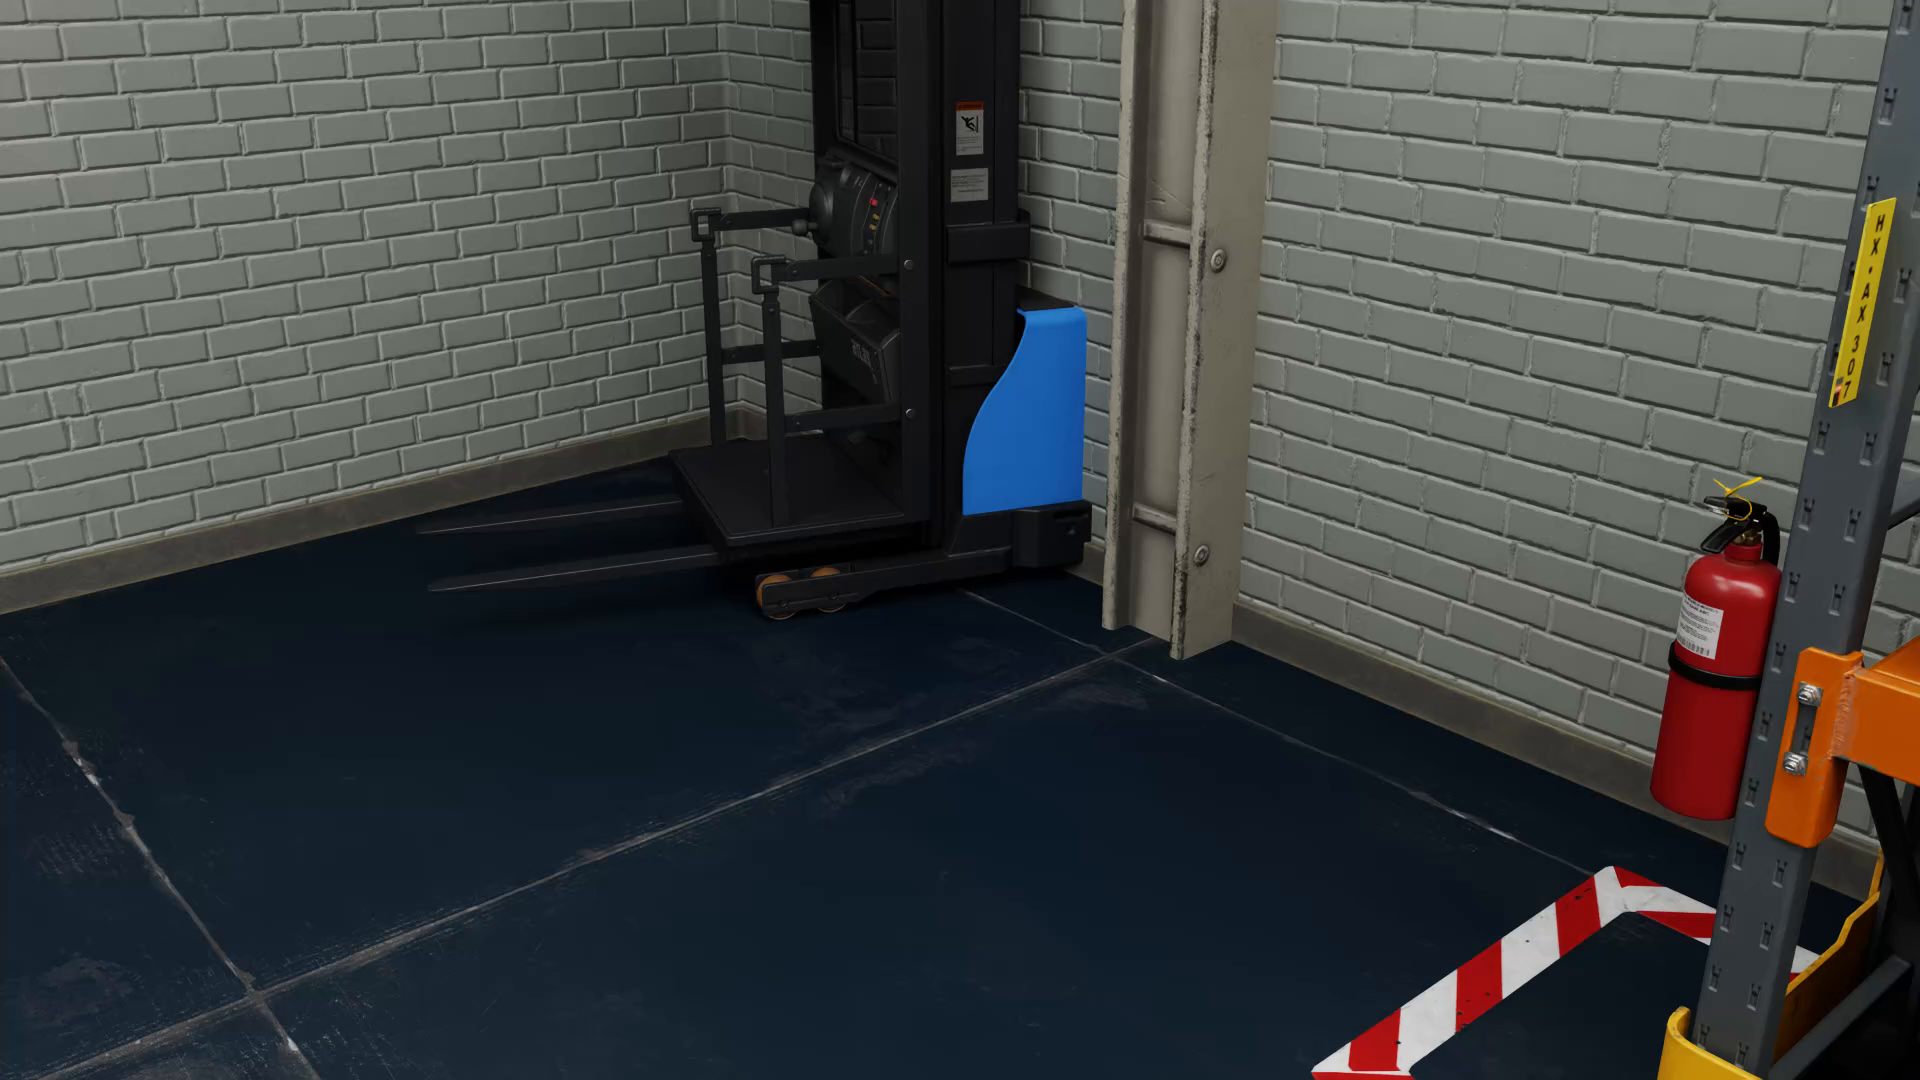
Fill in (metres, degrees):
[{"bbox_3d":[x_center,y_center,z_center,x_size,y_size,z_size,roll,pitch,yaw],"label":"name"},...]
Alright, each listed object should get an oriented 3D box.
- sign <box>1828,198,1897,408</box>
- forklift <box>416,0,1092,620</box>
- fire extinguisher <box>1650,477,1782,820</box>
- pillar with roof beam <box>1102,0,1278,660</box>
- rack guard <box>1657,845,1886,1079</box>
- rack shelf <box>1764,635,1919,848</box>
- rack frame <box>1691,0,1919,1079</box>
[{"bbox_3d":[1.434,-0.375,2.640,0.100,0.325,0.005,-17,27,-37],"label":"sign"},{"bbox_3d":[-0.590,-1.284,6.243,3.031,2.935,1.130,-8,23,-19],"label":"forklift"},{"bbox_3d":[1.398,0.178,3.033,0.296,0.674,0.183,-17,27,-37],"label":"fire extinguisher"},{"bbox_3d":[-2.494,-2.829,1.867,9.100,9.000,0.400,-17,27,-37],"label":"pillar with roof beam"},{"bbox_3d":[1.894,1.084,3.530,1.175,0.500,0.348,-17,27,-37],"label":"rack guard"},{"bbox_3d":[3.150,0.787,1.848,1.077,0.370,4.000,-17,27,-37],"label":"rack shelf"},{"bbox_3d":[1.845,-0.101,3.128,1.000,3.000,0.127,-17,27,-37],"label":"rack frame"}]
